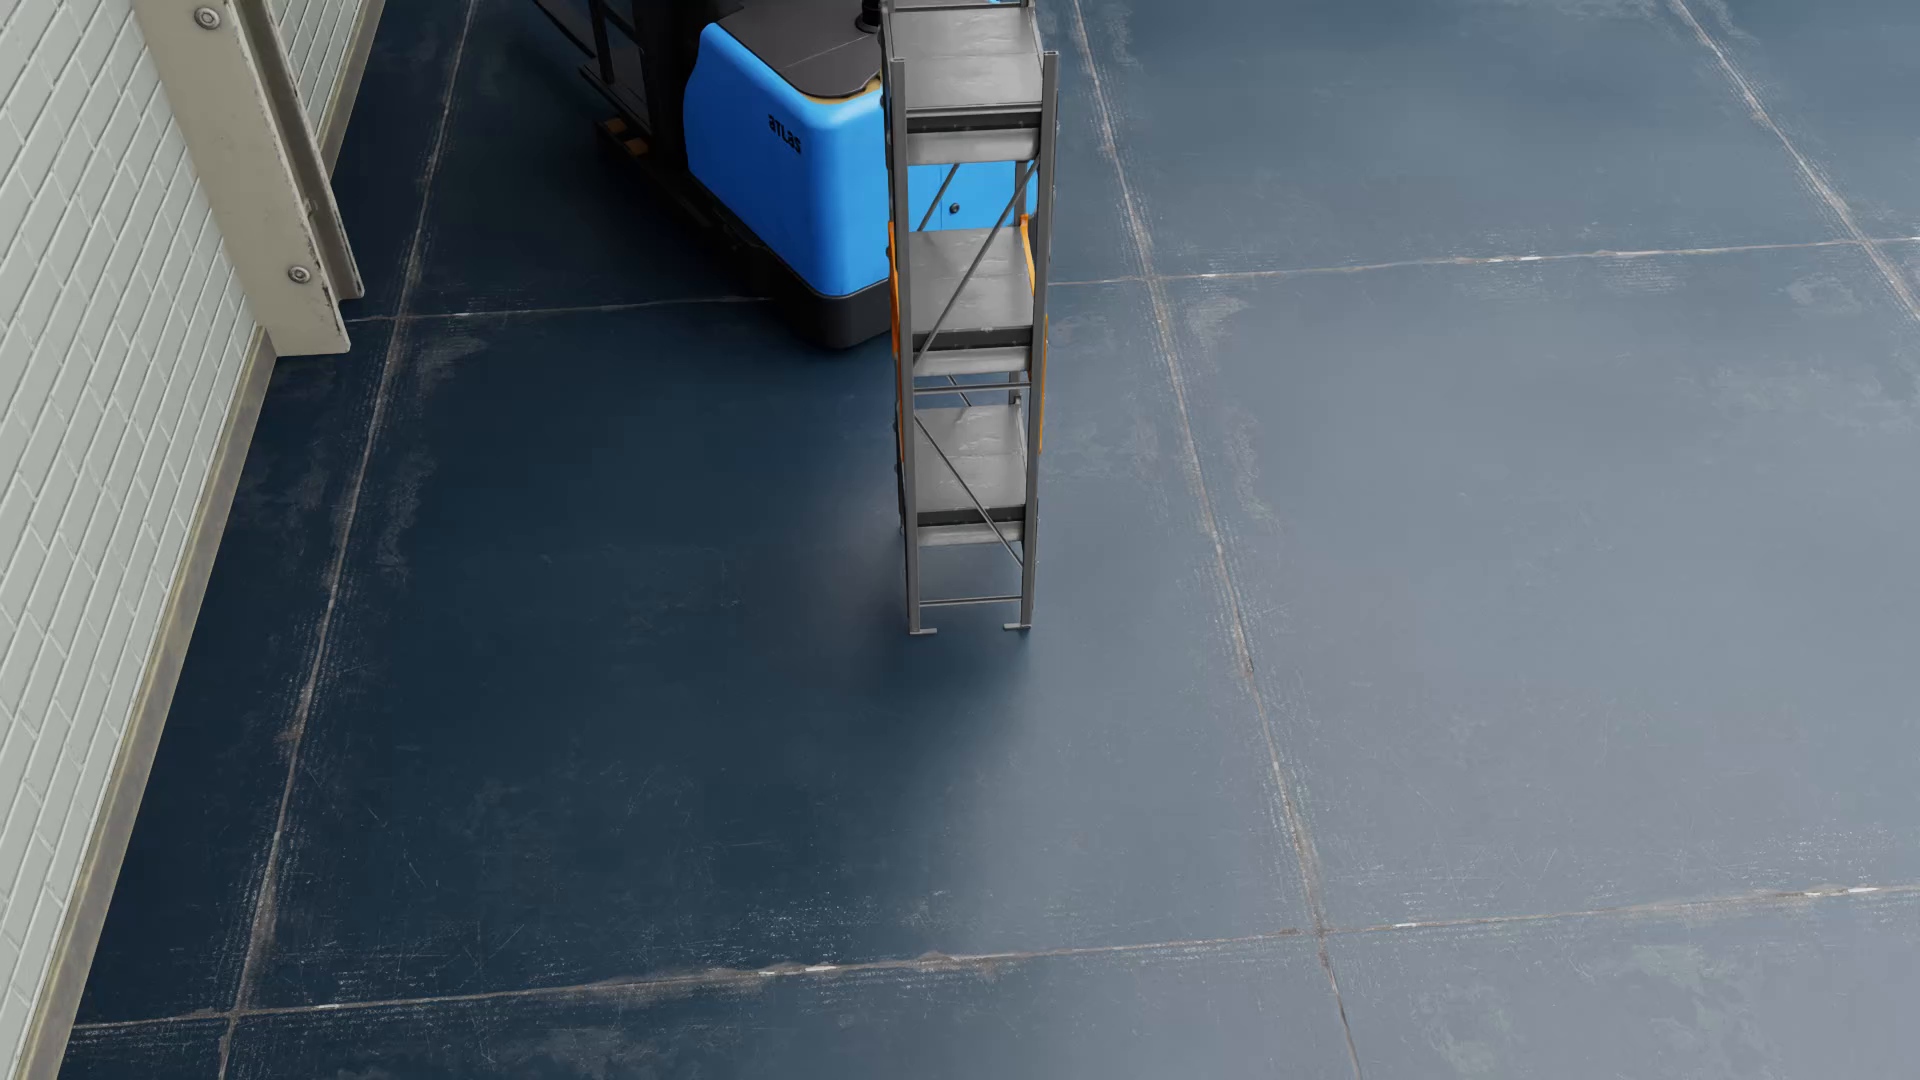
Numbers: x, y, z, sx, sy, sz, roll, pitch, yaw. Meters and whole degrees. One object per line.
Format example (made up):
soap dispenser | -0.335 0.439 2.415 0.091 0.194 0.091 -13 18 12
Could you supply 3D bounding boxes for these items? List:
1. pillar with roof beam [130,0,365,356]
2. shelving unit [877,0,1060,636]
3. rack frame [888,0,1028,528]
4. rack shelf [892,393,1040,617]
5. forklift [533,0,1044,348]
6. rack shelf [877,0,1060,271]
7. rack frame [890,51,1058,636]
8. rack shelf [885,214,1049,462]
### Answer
pillar with roof beam | 1.752 -4.217 3.546 9.100 9.000 0.400 -3 47 -3
shelving unit | 0.014 -0.602 4.874 0.431 2.100 0.503 -3 47 -3
rack frame | -0.007 -0.779 5.041 0.400 2.100 0.015 -3 47 -3
rack shelf | 0.014 -0.112 5.392 0.431 0.518 0.480 -3 47 -3
forklift | -0.946 -2.773 6.357 1.130 2.935 3.031 -28 52 -24
rack shelf | 0.014 -1.074 4.376 0.431 0.518 0.480 -3 47 -3
rack frame | 0.034 -0.426 4.707 0.400 2.100 0.015 -3 47 -3
rack shelf | 0.014 -0.593 4.884 0.431 0.518 0.480 -3 47 -3
